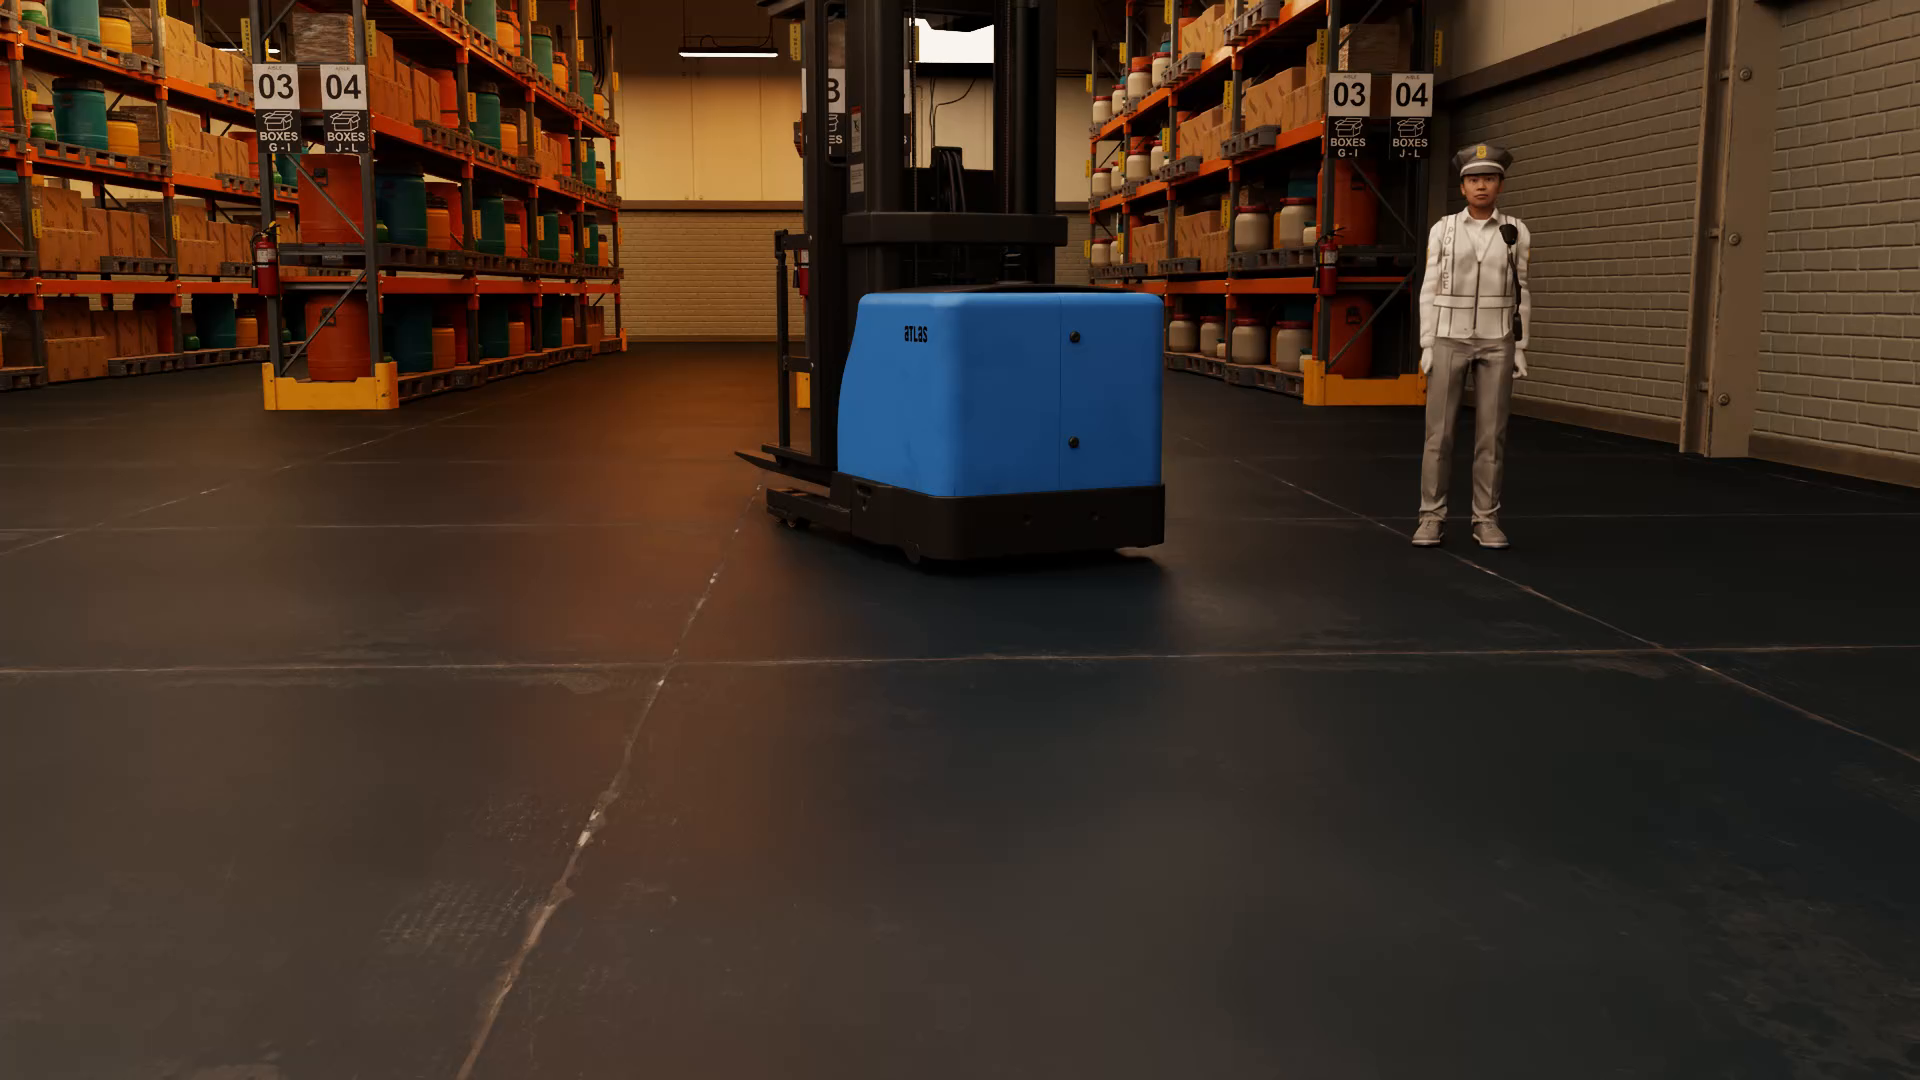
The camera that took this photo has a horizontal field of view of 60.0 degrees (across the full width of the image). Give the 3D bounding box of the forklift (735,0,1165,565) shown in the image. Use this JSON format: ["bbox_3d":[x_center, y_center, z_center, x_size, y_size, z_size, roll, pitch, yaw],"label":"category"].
[{"bbox_3d":[-0.264,-1.530,7.637,1.130,2.935,3.031,-4,9,-25],"label":"forklift"}]

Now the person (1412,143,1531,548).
[{"bbox_3d":[2.190,-0.820,7.091,0.459,1.694,0.351,2,9,11],"label":"person"}]
